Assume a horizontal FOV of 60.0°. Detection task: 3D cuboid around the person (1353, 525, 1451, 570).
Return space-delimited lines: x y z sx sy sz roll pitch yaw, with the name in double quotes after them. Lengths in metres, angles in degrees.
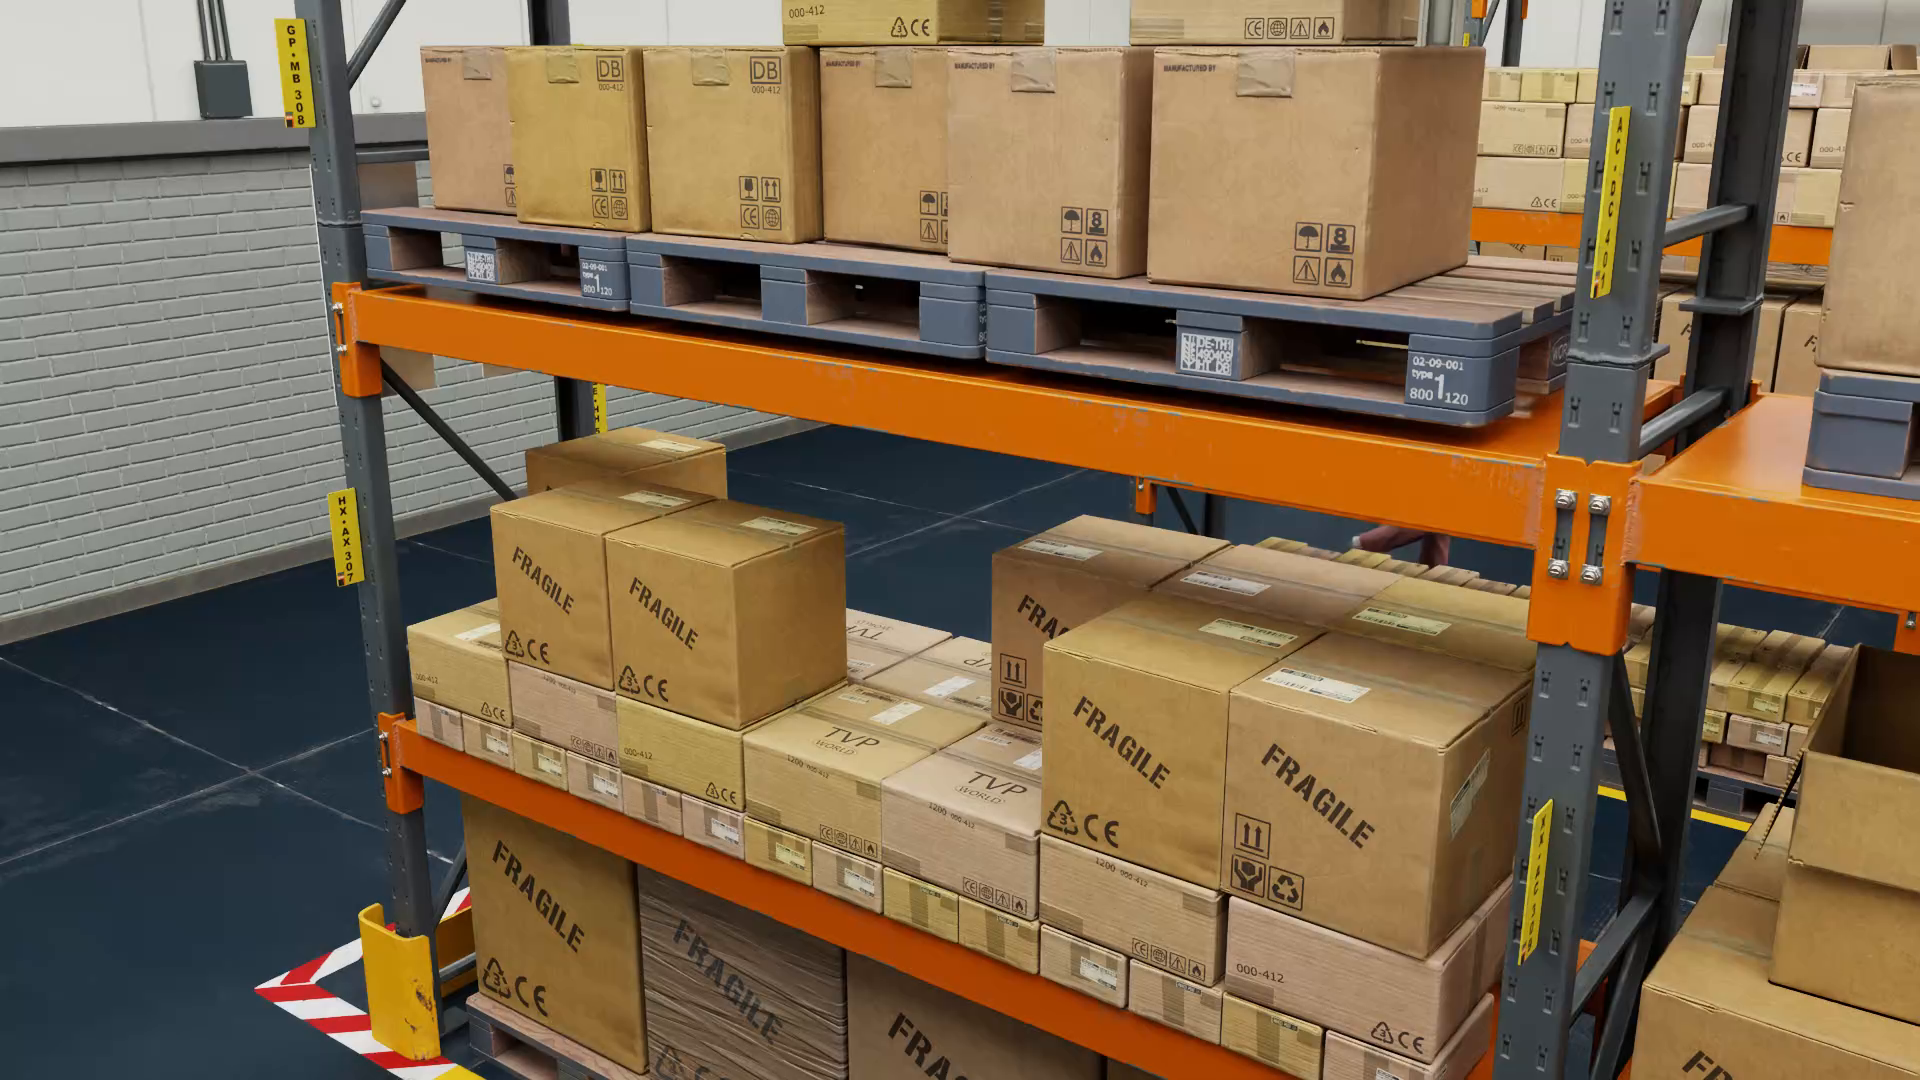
3.039 -0.471 11.078 0.730 1.648 0.439 10 20 31 "person"
